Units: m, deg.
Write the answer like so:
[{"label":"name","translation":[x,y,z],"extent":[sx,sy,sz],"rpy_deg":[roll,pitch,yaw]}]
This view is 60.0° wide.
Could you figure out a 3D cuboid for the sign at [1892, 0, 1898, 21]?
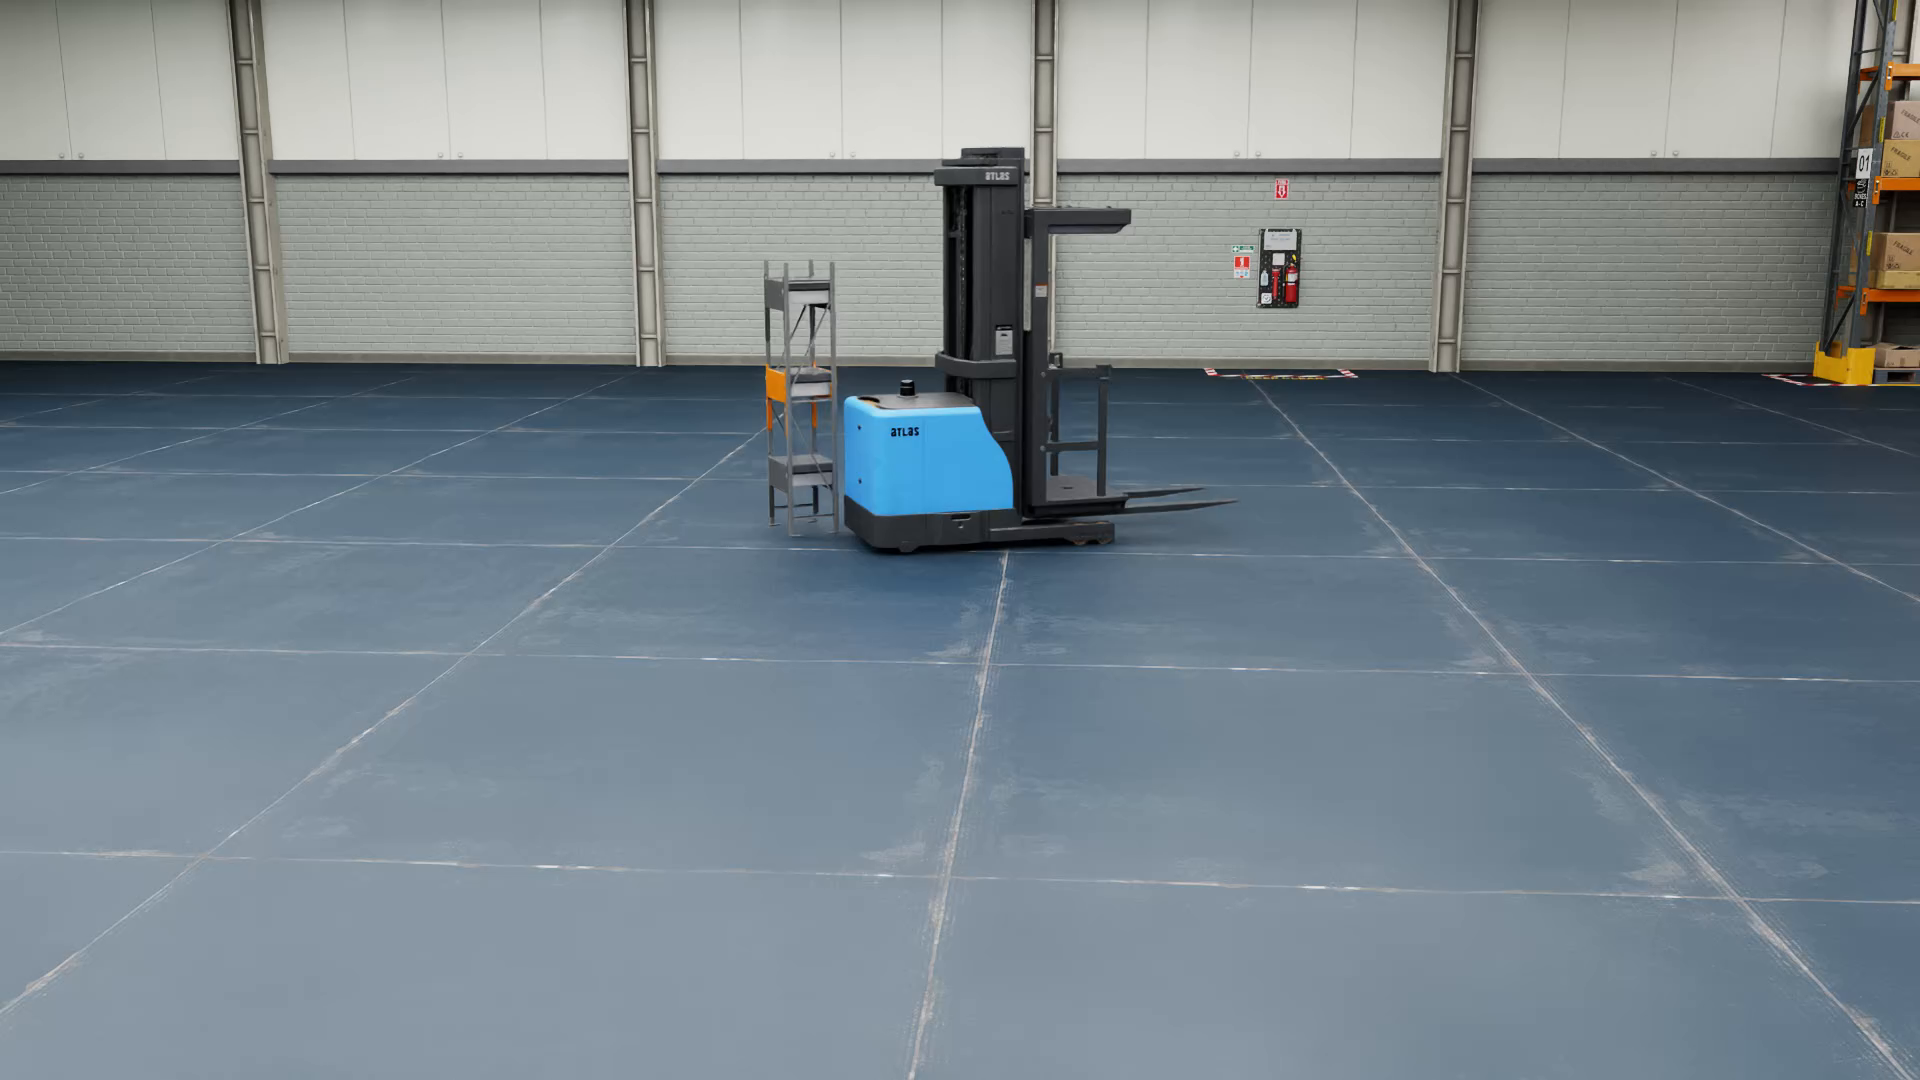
[{"label":"sign","translation":[12.417,-7.063,22.081],"extent":[0.005,0.325,0.100],"rpy_deg":[1,12,4]}]

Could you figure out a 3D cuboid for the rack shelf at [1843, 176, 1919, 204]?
[{"label":"rack shelf","translation":[14.449,-4.830,22.964],"extent":[4.000,0.370,1.077],"rpy_deg":[1,12,4]}]

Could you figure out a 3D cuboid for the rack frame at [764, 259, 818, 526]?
[{"label":"rack frame","translation":[-1.335,-1.157,13.170],"extent":[0.400,2.100,0.015],"rpy_deg":[-5,13,-23]}]

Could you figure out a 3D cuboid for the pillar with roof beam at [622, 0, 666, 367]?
[{"label":"pillar with roof beam","translation":[-5.038,-6.212,20.486],"extent":[0.400,9.000,9.100],"rpy_deg":[1,12,4]}]

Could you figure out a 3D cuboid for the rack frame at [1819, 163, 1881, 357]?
[{"label":"rack frame","translation":[12.453,-3.742,23.329],"extent":[0.127,3.000,1.000],"rpy_deg":[1,12,4]}]

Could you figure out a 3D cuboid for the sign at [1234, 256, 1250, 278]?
[{"label":"sign","translation":[4.215,-4.078,24.852],"extent":[0.234,0.329,0.001],"rpy_deg":[1,12,4]}]

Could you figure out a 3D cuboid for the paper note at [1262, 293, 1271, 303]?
[{"label":"paper note","translation":[4.588,-3.618,24.888],"extent":[0.142,0.148,0.016],"rpy_deg":[1,12,4]}]

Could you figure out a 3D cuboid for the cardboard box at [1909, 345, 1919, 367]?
[{"label":"cardboard box","translation":[13.706,-2.605,23.388],"extent":[0.500,0.311,0.500],"rpy_deg":[2,12,8]}]

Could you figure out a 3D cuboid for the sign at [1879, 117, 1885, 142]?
[{"label":"sign","translation":[12.417,-5.527,22.402],"extent":[0.005,0.325,0.100],"rpy_deg":[1,12,4]}]

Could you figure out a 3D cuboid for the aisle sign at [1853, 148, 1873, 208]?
[{"label":"aisle sign","translation":[12.361,-4.954,22.774],"extent":[0.004,0.787,0.394],"rpy_deg":[1,12,4]}]

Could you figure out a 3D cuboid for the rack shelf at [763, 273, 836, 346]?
[{"label":"rack shelf","translation":[-1.236,-1.783,12.811],"extent":[0.431,0.518,0.480],"rpy_deg":[-5,13,-23]}]

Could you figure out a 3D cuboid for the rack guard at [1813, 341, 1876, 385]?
[{"label":"rack guard","translation":[12.529,-2.517,23.580],"extent":[0.348,0.500,1.175],"rpy_deg":[1,12,4]}]

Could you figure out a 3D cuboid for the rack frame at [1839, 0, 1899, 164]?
[{"label":"rack frame","translation":[12.453,-6.678,22.714],"extent":[0.127,3.000,1.000],"rpy_deg":[1,12,4]}]

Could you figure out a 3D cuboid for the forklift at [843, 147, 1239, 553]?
[{"label":"forklift","translation":[0.666,-1.496,12.763],"extent":[3.031,2.935,1.130],"rpy_deg":[-4,12,-18]}]

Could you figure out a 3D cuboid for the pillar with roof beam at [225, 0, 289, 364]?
[{"label":"pillar with roof beam","translation":[-11.025,-6.294,20.879],"extent":[0.400,9.000,9.100],"rpy_deg":[1,12,4]}]

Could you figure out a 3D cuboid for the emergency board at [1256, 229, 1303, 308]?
[{"label":"emergency board","translation":[4.760,-4.032,24.719],"extent":[0.643,1.169,0.194],"rpy_deg":[1,12,4]}]

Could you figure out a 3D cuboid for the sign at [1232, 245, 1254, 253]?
[{"label":"sign","translation":[4.219,-4.336,24.789],"extent":[0.331,0.109,0.001],"rpy_deg":[1,12,4]}]

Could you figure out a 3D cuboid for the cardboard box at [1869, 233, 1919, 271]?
[{"label":"cardboard box","translation":[12.909,-3.977,22.940],"extent":[0.500,0.500,0.500],"rpy_deg":[1,12,4]}]

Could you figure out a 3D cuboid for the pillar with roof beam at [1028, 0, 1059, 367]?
[{"label":"pillar with roof beam","translation":[0.949,-6.130,20.094],"extent":[0.400,9.000,9.100],"rpy_deg":[1,12,4]}]

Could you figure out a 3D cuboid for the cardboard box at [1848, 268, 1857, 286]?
[{"label":"cardboard box","translation":[12.933,-3.711,23.501],"extent":[0.500,0.250,0.500],"rpy_deg":[1,12,5]}]

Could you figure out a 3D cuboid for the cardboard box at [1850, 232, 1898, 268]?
[{"label":"cardboard box","translation":[12.938,-4.082,23.442],"extent":[0.500,0.500,0.500],"rpy_deg":[1,12,3]}]

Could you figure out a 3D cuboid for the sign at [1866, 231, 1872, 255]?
[{"label":"sign","translation":[12.417,-4.054,22.710],"extent":[0.005,0.325,0.100],"rpy_deg":[1,12,4]}]

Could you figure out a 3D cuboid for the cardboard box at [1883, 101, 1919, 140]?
[{"label":"cardboard box","translation":[12.821,-5.703,22.644],"extent":[0.500,0.500,0.500],"rpy_deg":[0,12,0]}]

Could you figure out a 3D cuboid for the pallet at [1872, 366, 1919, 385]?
[{"label":"pallet","translation":[13.337,-2.357,23.521],"extent":[1.213,0.211,1.003],"rpy_deg":[1,12,4]}]

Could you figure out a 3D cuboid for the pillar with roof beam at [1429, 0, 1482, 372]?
[{"label":"pillar with roof beam","translation":[6.935,-6.048,19.701],"extent":[0.400,9.000,9.100],"rpy_deg":[1,12,4]}]

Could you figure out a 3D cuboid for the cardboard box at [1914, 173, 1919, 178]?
[{"label":"cardboard box","translation":[13.304,-5.198,22.673],"extent":[0.500,0.500,0.500],"rpy_deg":[2,12,8]}]

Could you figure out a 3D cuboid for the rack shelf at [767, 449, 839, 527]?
[{"label":"rack shelf","translation":[-1.236,-0.413,13.098],"extent":[0.431,0.518,0.480],"rpy_deg":[-5,13,-23]}]

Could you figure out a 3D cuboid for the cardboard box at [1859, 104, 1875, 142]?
[{"label":"cardboard box","translation":[12.901,-5.805,23.134],"extent":[0.500,0.500,0.500],"rpy_deg":[1,12,6]}]

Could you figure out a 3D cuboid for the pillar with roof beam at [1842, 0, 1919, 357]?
[{"label":"pillar with roof beam","translation":[12.922,-5.966,19.309],"extent":[0.400,9.000,9.100],"rpy_deg":[1,12,4]}]

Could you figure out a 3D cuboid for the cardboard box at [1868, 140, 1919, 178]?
[{"label":"cardboard box","translation":[12.770,-5.213,22.743],"extent":[0.500,0.500,0.500],"rpy_deg":[1,12,5]}]

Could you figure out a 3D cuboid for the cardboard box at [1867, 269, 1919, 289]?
[{"label":"cardboard box","translation":[12.919,-3.606,23.000],"extent":[0.500,0.250,0.500],"rpy_deg":[0,12,2]}]

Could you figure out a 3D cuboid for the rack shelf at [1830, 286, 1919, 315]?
[{"label":"rack shelf","translation":[14.449,-3.362,23.271],"extent":[4.000,0.370,1.077],"rpy_deg":[1,12,4]}]

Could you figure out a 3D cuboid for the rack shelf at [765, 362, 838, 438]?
[{"label":"rack shelf","translation":[-1.236,-1.098,12.955],"extent":[0.431,0.518,0.480],"rpy_deg":[-5,13,-23]}]

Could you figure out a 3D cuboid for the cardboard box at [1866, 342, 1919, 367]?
[{"label":"cardboard box","translation":[13.137,-2.613,23.426],"extent":[0.500,0.311,0.500],"rpy_deg":[-1,12,-3]}]

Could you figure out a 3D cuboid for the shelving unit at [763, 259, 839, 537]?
[{"label":"shelving unit","translation":[-1.236,-1.111,12.952],"extent":[0.431,2.100,0.503],"rpy_deg":[-5,13,-23]}]

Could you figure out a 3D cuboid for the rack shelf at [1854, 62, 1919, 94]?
[{"label":"rack shelf","translation":[14.449,-6.297,22.658],"extent":[4.000,0.370,1.077],"rpy_deg":[1,12,4]}]

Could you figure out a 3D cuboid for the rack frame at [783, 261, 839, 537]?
[{"label":"rack frame","translation":[-1.137,-1.066,12.734],"extent":[0.400,2.100,0.015],"rpy_deg":[-5,13,-23]}]

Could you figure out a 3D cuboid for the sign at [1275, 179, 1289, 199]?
[{"label":"sign","translation":[4.758,-5.187,24.579],"extent":[0.199,0.298,0.001],"rpy_deg":[1,12,4]}]

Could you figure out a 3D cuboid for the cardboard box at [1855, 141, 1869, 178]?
[{"label":"cardboard box","translation":[12.886,-5.314,23.229],"extent":[0.500,0.500,0.500],"rpy_deg":[2,12,8]}]
